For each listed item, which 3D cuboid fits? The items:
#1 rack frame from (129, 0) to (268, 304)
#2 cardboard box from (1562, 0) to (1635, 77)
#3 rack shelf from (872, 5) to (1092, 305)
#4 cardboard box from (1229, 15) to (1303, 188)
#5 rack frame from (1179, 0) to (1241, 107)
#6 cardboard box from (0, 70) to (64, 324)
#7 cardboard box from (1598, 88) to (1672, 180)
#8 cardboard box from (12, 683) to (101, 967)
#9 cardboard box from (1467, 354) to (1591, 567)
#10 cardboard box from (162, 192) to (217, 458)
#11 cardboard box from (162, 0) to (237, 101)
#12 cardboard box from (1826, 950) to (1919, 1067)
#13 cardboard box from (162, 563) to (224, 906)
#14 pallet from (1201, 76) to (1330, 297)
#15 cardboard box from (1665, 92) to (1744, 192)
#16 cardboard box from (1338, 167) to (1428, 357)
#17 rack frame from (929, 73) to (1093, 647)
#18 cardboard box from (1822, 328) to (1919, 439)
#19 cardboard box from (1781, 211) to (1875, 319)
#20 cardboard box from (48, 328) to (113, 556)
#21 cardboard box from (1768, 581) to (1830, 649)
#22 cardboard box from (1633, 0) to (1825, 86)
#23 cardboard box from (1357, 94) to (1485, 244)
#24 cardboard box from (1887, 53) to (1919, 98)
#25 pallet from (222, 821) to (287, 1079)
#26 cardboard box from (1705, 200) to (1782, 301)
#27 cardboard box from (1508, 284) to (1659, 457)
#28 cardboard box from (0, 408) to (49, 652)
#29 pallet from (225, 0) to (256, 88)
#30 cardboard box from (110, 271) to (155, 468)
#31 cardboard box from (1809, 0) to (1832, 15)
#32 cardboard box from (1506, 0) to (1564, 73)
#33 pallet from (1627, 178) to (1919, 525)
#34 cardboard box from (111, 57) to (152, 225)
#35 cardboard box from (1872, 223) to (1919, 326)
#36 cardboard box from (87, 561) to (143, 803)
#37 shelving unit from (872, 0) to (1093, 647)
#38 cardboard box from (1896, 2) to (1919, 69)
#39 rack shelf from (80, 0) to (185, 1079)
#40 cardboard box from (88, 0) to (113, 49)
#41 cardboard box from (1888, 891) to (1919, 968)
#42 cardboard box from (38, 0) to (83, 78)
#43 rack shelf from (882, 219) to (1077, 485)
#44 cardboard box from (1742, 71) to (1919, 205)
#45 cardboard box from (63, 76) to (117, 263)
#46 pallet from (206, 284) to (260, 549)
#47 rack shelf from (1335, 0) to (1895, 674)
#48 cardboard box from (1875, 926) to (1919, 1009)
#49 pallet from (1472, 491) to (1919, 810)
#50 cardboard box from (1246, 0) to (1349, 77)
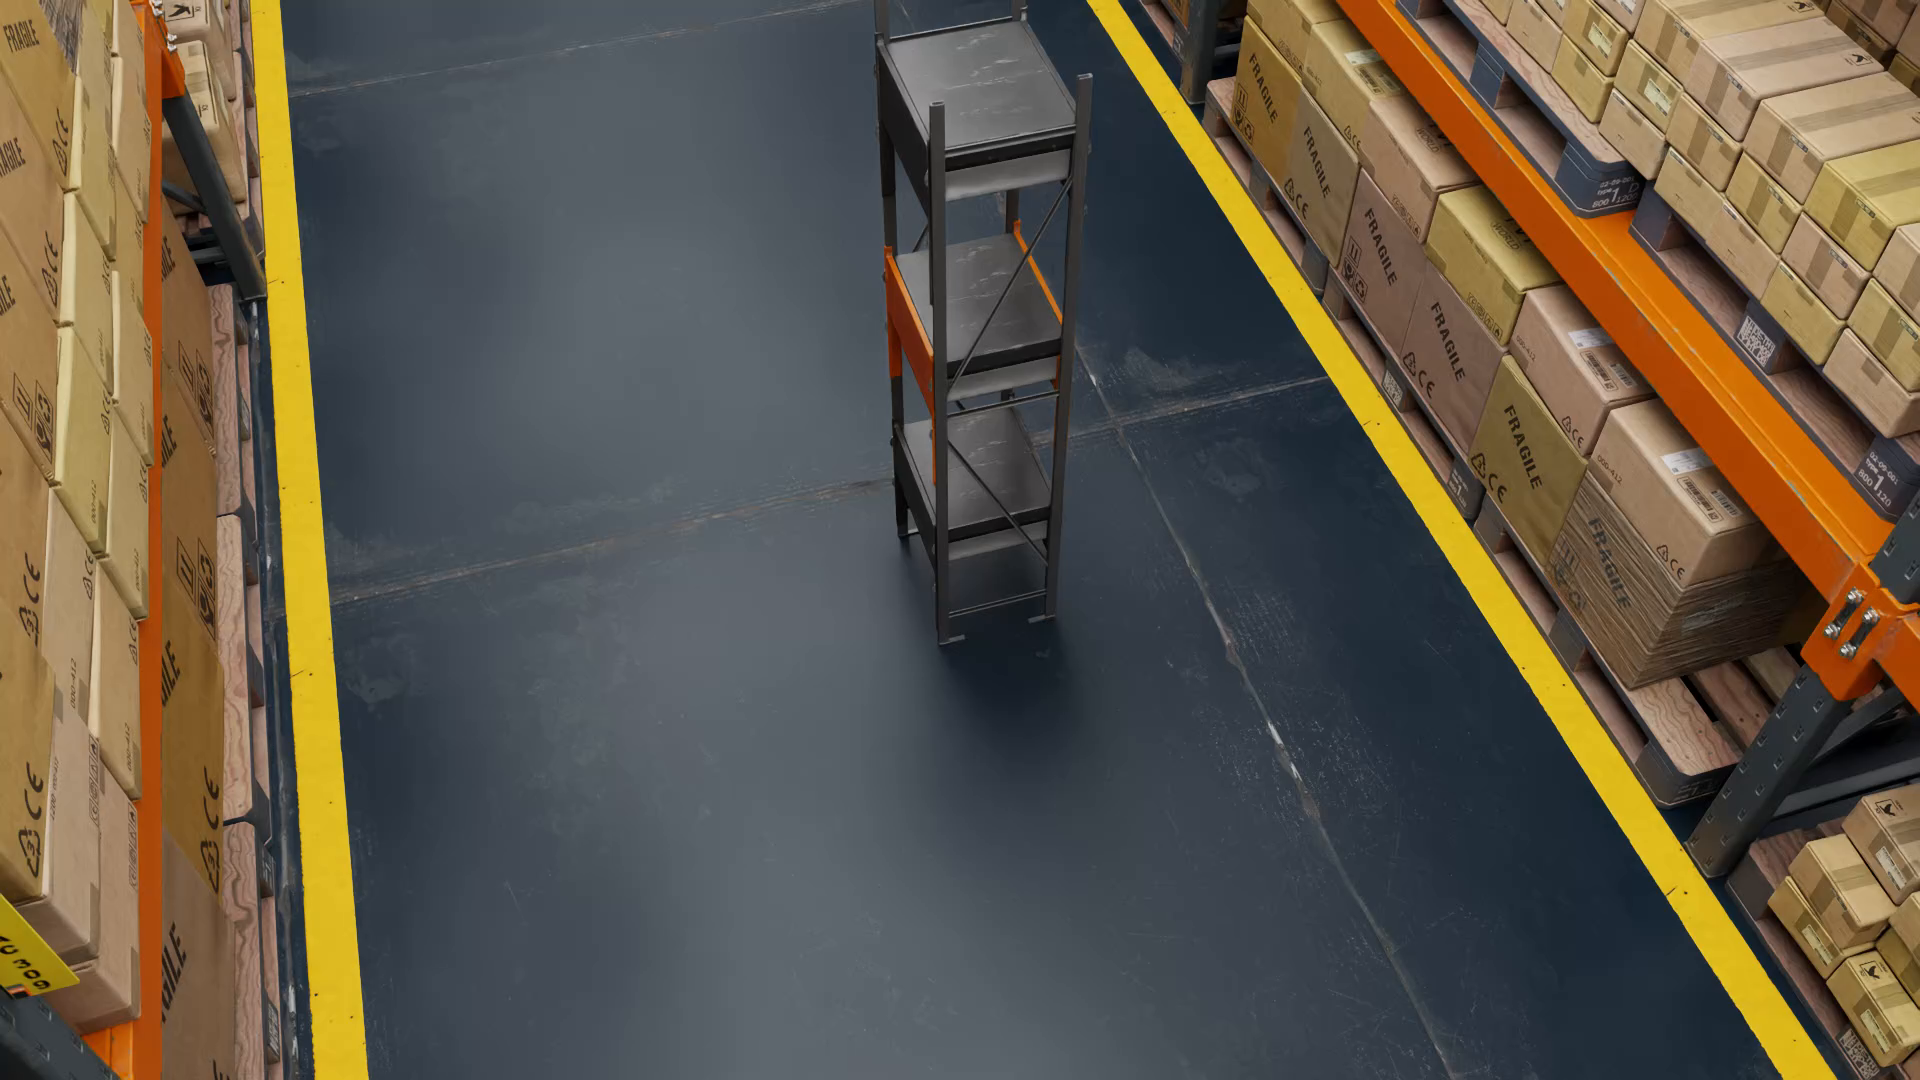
[{"bbox_3d":[-3.222,-1.849,5.347,1.000,3.000,0.127,-13,51,-11],"label":"rack frame"},{"bbox_3d":[1.960,-1.479,4.730,0.380,0.149,0.250,-13,51,-11],"label":"cardboard box"},{"bbox_3d":[0.049,-0.998,4.321,0.431,0.518,0.480,-13,51,-11],"label":"rack shelf"},{"bbox_3d":[1.442,-1.798,6.664,0.500,0.500,0.500,-15,52,-13],"label":"cardboard box"},{"bbox_3d":[1.476,-3.043,6.353,1.000,3.000,0.127,-13,51,-11],"label":"rack frame"},{"bbox_3d":[-2.377,-0.777,3.724,0.500,0.500,0.500,-14,51,-12],"label":"cardboard box"},{"bbox_3d":[2.042,-1.178,4.671,0.380,0.149,0.250,-15,52,-13],"label":"cardboard box"},{"bbox_3d":[-1.900,0.574,3.075,0.500,0.250,0.500,-15,51,-12],"label":"cardboard box"},{"bbox_3d":[2.048,-0.309,5.409,0.500,0.500,0.500,-14,51,-12],"label":"cardboard box"},{"bbox_3d":[-3.097,-0.777,5.558,0.875,0.875,0.875,-14,51,-11],"label":"cardboard box"},{"bbox_3d":[-3.606,-2.090,6.994,0.950,0.372,0.625,-14,51,-12],"label":"cardboard box"},{"bbox_3d":[2.539,1.195,4.370,0.380,0.149,0.250,-12,51,-10],"label":"cardboard box"},{"bbox_3d":[-2.574,0.529,4.457,0.875,0.875,0.875,-12,51,-10],"label":"cardboard box"},{"bbox_3d":[1.706,-1.573,6.938,1.003,0.211,1.213,-13,51,-11],"label":"pallet"},{"bbox_3d":[2.118,-1.090,4.402,0.380,0.149,0.250,-15,51,-12],"label":"cardboard box"},{"bbox_3d":[1.750,-1.058,6.040,0.500,0.500,0.500,-14,51,-12],"label":"cardboard box"},{"bbox_3d":[0.121,-0.378,4.695,0.400,2.100,0.015,-13,51,-11],"label":"rack frame"},{"bbox_3d":[2.353,-0.421,4.032,0.380,0.149,0.250,-14,51,-12],"label":"cardboard box"},{"bbox_3d":[2.274,-0.709,4.081,0.380,0.149,0.250,-13,51,-11],"label":"cardboard box"},{"bbox_3d":[-2.205,-0.175,3.707,0.500,0.250,0.500,-13,51,-11],"label":"cardboard box"},{"bbox_3d":[2.694,-0.050,5.191,0.500,0.500,0.500,-12,51,-10],"label":"cardboard box"},{"bbox_3d":[2.052,-1.373,4.446,0.380,0.149,0.250,-15,51,-12],"label":"cardboard box"},{"bbox_3d":[1.733,-1.321,5.771,0.500,0.250,0.500,-13,51,-11],"label":"cardboard box"},{"bbox_3d":[2.750,-1.230,4.520,0.380,0.149,0.250,-15,52,-13],"label":"cardboard box"},{"bbox_3d":[-2.340,1.424,4.411,1.003,0.211,1.213,-13,51,-11],"label":"pallet"},{"bbox_3d":[2.204,-0.793,4.346,0.380,0.149,0.250,-13,51,-11],"label":"cardboard box"},{"bbox_3d":[2.058,-0.558,5.128,0.500,0.250,0.500,-11,51,-9],"label":"cardboard box"},{"bbox_3d":[-2.072,-0.034,3.098,0.500,0.500,0.500,-14,51,-11],"label":"cardboard box"},{"bbox_3d":[-3.809,-2.411,7.645,1.003,0.211,1.213,-13,51,-11],"label":"pallet"},{"bbox_3d":[-2.347,-0.383,4.209,0.500,0.250,0.500,-14,51,-12],"label":"cardboard box"},{"bbox_3d":[2.589,-1.620,4.849,0.380,0.149,0.250,-14,51,-12],"label":"cardboard box"},{"bbox_3d":[1.886,-1.566,4.998,0.380,0.149,0.250,-15,51,-12],"label":"cardboard box"},{"bbox_3d":[2.572,-0.650,4.462,1.003,0.211,1.213,-13,51,-11],"label":"pallet"},{"bbox_3d":[-2.659,-1.121,4.831,0.500,0.250,0.500,-12,51,-10],"label":"cardboard box"},{"bbox_3d":[2.354,-0.616,3.808,0.380,0.149,0.250,-11,51,-9],"label":"cardboard box"},{"bbox_3d":[-2.072,0.362,3.581,0.500,0.250,0.500,-14,51,-12],"label":"cardboard box"},{"bbox_3d":[0.049,-0.556,4.845,0.431,2.100,0.503,-13,51,-11],"label":"shelving unit"},{"bbox_3d":[2.749,-1.332,4.411,0.380,0.149,0.250,-14,51,-11],"label":"cardboard box"},{"bbox_3d":[-2.631,-0.157,4.391,1.077,0.370,4.000,-13,51,-11],"label":"rack shelf"},{"bbox_3d":[-2.836,-1.666,4.964,0.500,0.250,0.500,-13,51,-11],"label":"cardboard box"},{"bbox_3d":[2.588,0.984,4.160,0.380,0.149,0.250,-11,51,-9],"label":"cardboard box"},{"bbox_3d":[-2.660,-1.513,4.344,0.500,0.500,0.500,-13,51,-10],"label":"cardboard box"},{"bbox_3d":[0.049,-0.547,4.856,0.431,0.518,0.480,-13,51,-11],"label":"rack shelf"},{"bbox_3d":[2.199,-1.001,4.133,0.380,0.149,0.250,-15,51,-12],"label":"cardboard box"},{"bbox_3d":[-2.510,-0.923,4.337,0.500,0.250,0.500,-15,51,-12],"label":"cardboard box"},{"bbox_3d":[-3.061,-0.358,5.914,1.003,0.211,1.213,-13,51,-11],"label":"pallet"},{"bbox_3d":[2.068,-1.350,5.397,1.077,0.370,4.000,-13,51,-11],"label":"rack shelf"},{"bbox_3d":[2.621,1.068,4.283,0.380,0.149,0.250,-13,51,-11],"label":"cardboard box"},{"bbox_3d":[2.428,0.209,5.435,1.003,0.211,1.213,-13,51,-11],"label":"pallet"},{"bbox_3d":[1.449,-2.056,6.391,0.500,0.250,0.500,-15,52,-13],"label":"cardboard box"}]
